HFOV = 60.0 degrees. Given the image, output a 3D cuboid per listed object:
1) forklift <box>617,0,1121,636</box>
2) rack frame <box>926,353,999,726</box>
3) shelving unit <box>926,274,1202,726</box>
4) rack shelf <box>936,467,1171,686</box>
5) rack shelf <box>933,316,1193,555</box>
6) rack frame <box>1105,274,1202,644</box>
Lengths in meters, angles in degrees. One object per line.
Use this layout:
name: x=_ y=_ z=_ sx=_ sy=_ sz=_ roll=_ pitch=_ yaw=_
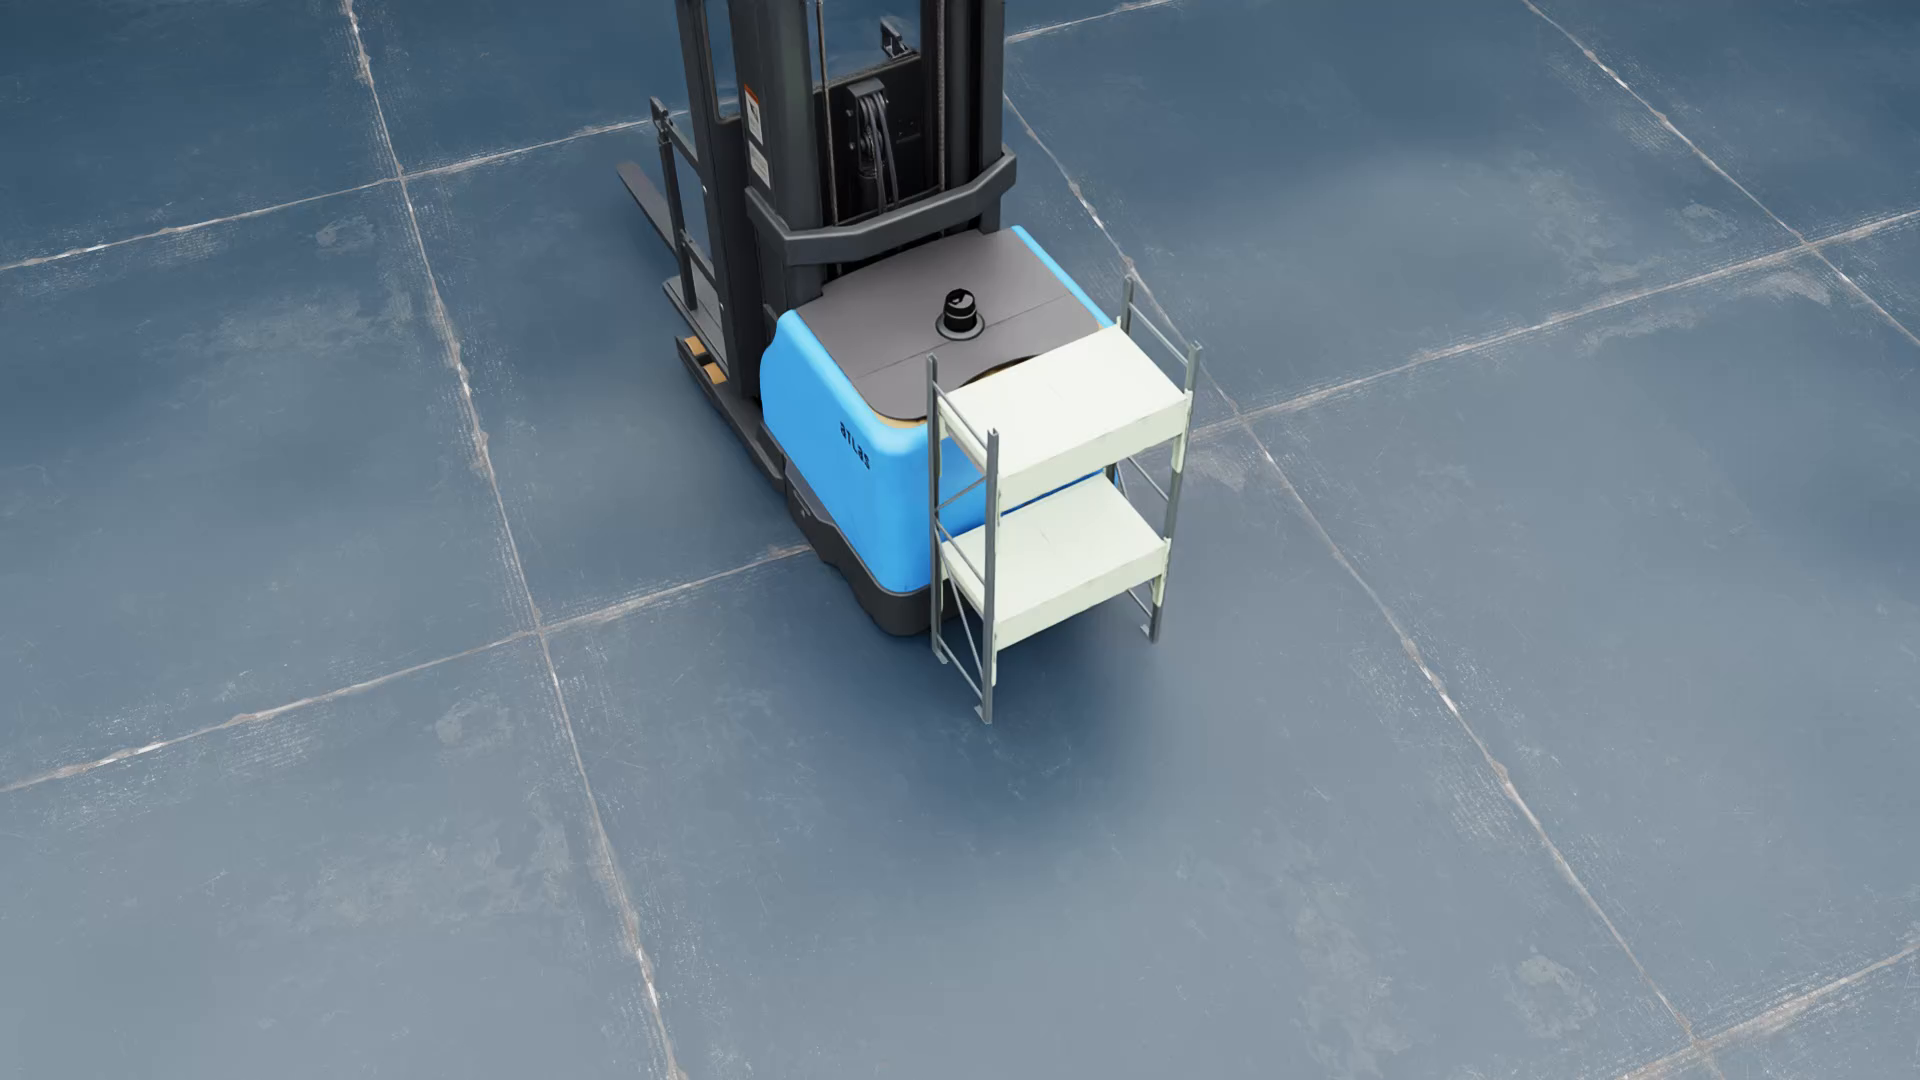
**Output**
forklift: x=-0.563 y=-1.713 z=6.130 sx=1.130 sy=2.935 sz=3.031 roll=-24 pitch=53 yaw=-19
rack frame: x=0.005 y=0.049 z=5.560 sx=0.023 sy=1.500 sz=0.400 roll=-24 pitch=53 yaw=-19
shelving unit: x=0.321 y=-0.092 z=5.680 sx=0.755 sy=1.500 sz=0.431 roll=-24 pitch=53 yaw=-19
rack shelf: x=0.321 y=0.121 z=5.928 sx=0.720 sy=0.370 sz=0.431 roll=-24 pitch=53 yaw=-19
rack shelf: x=0.321 y=-0.346 z=5.384 sx=0.720 sy=0.370 sz=0.431 roll=-24 pitch=53 yaw=-19
rack frame: x=0.637 y=-0.232 z=5.801 sx=0.023 sy=1.500 sz=0.400 roll=-24 pitch=53 yaw=-19
